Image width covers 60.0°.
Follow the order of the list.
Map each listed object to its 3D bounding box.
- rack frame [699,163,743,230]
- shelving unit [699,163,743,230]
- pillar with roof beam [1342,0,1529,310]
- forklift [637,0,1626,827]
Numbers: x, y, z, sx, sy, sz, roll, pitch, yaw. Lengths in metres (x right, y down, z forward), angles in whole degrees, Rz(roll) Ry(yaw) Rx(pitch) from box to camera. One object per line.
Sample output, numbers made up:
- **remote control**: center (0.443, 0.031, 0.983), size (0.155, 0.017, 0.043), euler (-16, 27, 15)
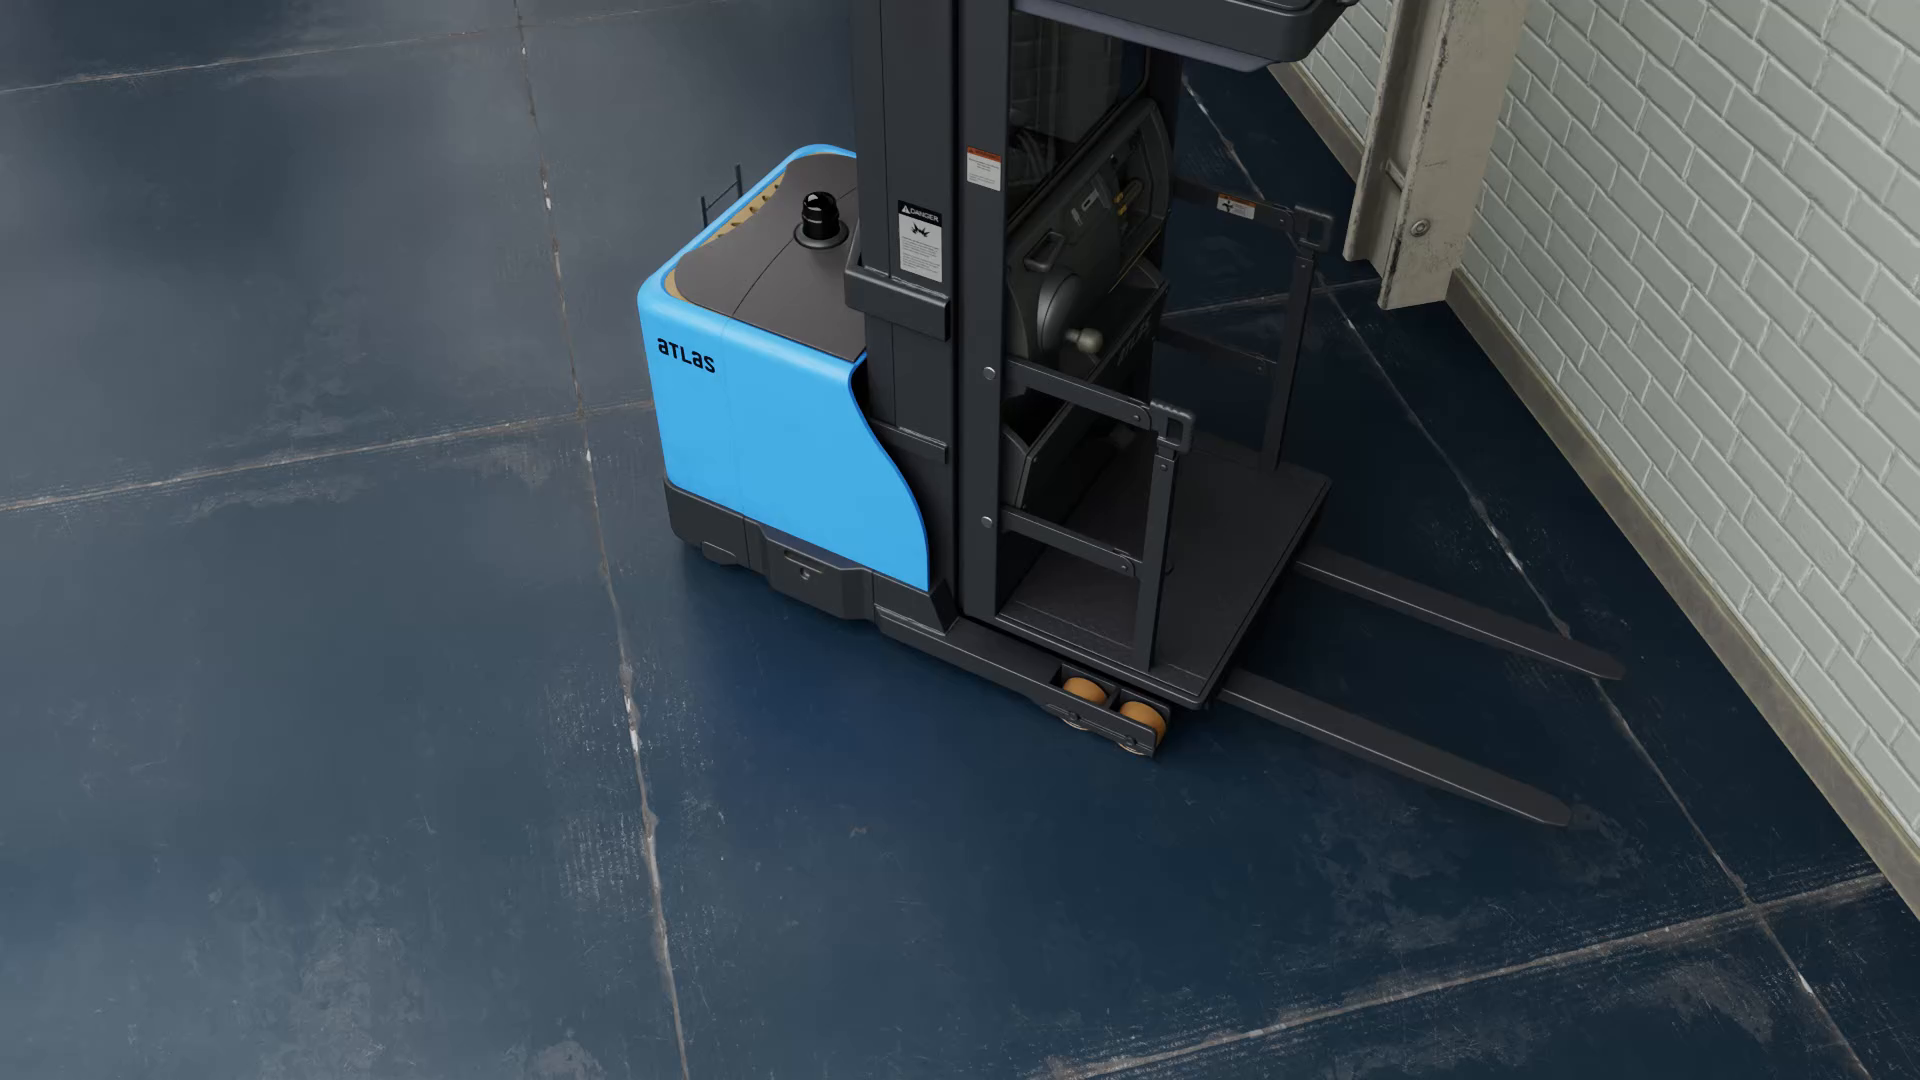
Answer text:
- **rack frame**: center (-0.824, -0.917, 6.018), size (0.006, 0.900, 0.240), euler (21, 49, 19)
- **shelving unit**: center (-0.734, -0.883, 5.985), size (0.210, 0.900, 0.258), euler (21, 49, 19)
- **pillar with roof beam**: center (-2.373, -3.446, 2.827), size (9.100, 9.000, 0.400), euler (-11, 47, -10)
- **forklift**: center (0.546, -0.806, 4.488), size (3.031, 2.935, 1.130), euler (22, 50, 20)
